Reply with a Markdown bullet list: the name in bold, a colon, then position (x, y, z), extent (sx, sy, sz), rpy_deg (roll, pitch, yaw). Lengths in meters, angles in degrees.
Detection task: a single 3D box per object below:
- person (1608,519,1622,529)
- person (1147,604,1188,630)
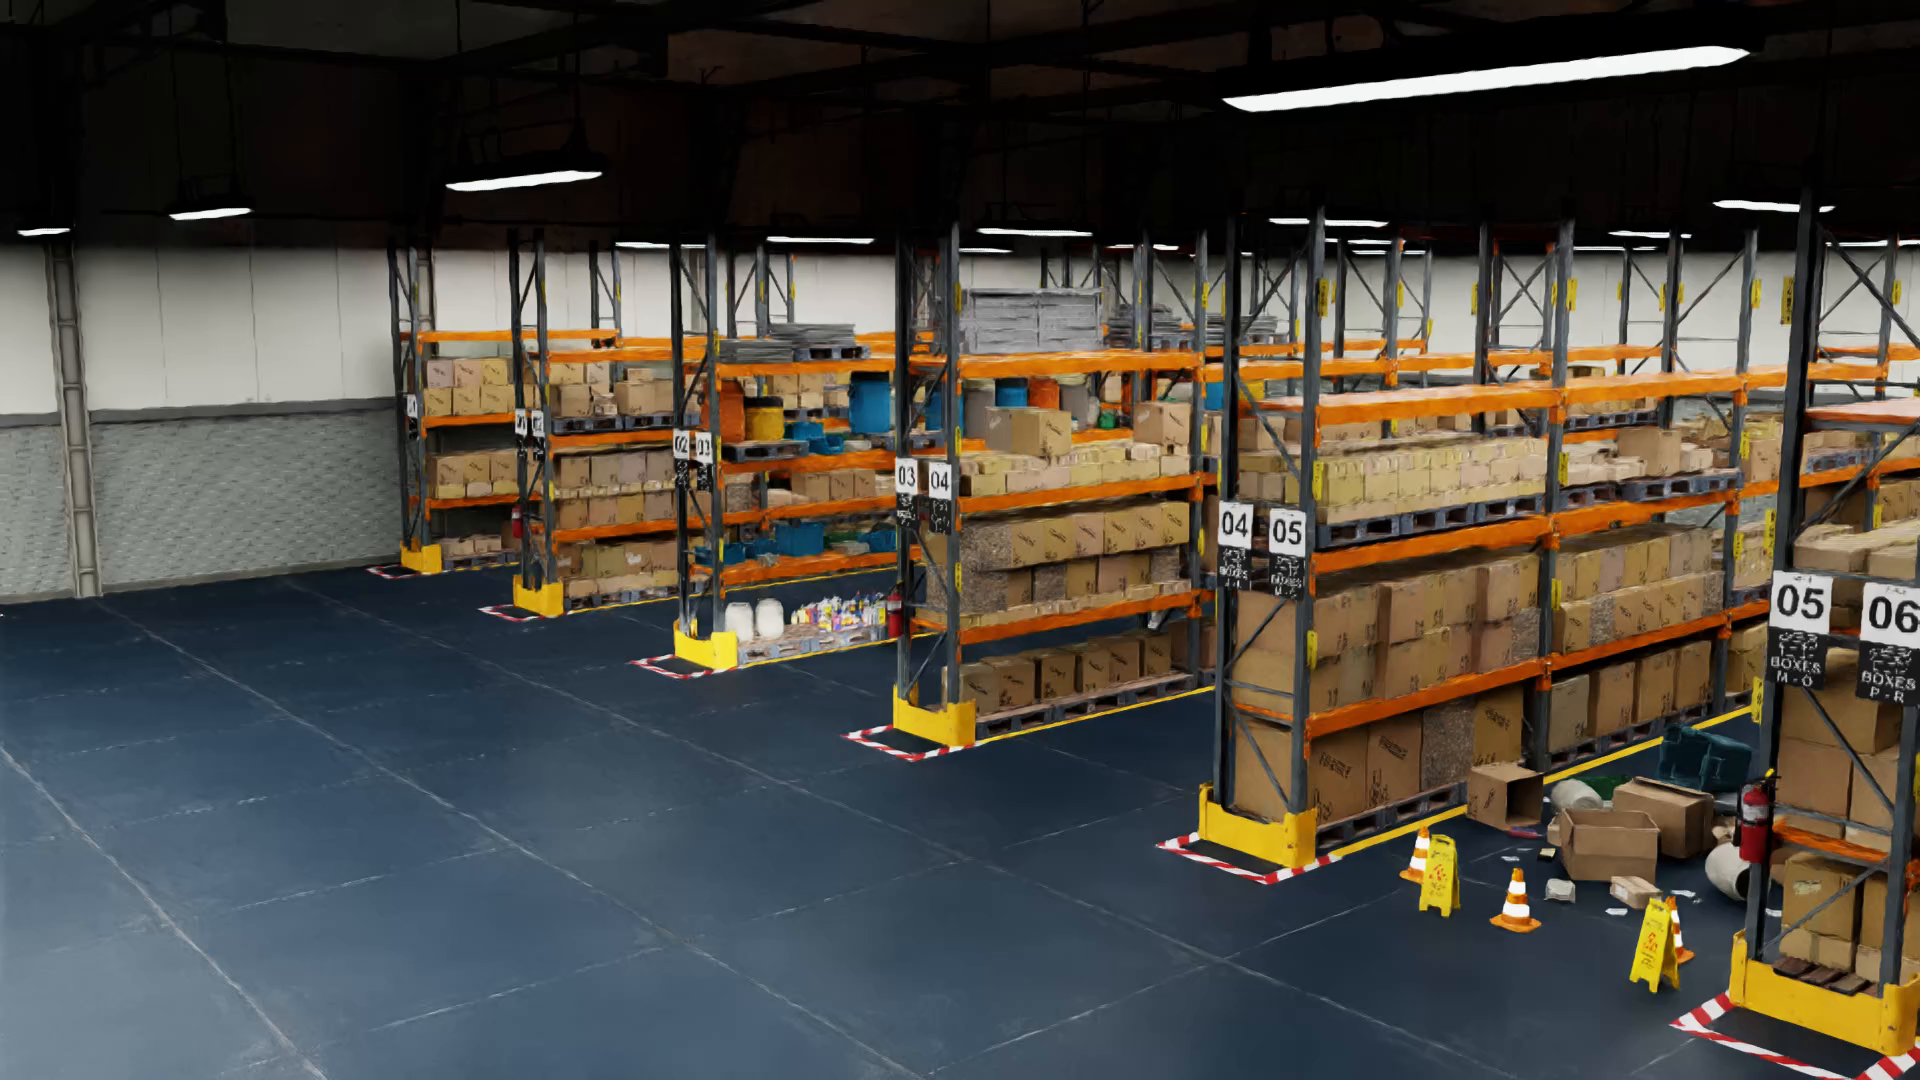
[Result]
- **person**: position (9.936, 0.449, 25.356), extent (0.598, 1.659, 0.547), rpy_deg (-1, 9, -9)
- **person**: position (2.988, 0.668, 23.702), extent (1.038, 1.726, 0.534), rpy_deg (-5, 10, -30)
